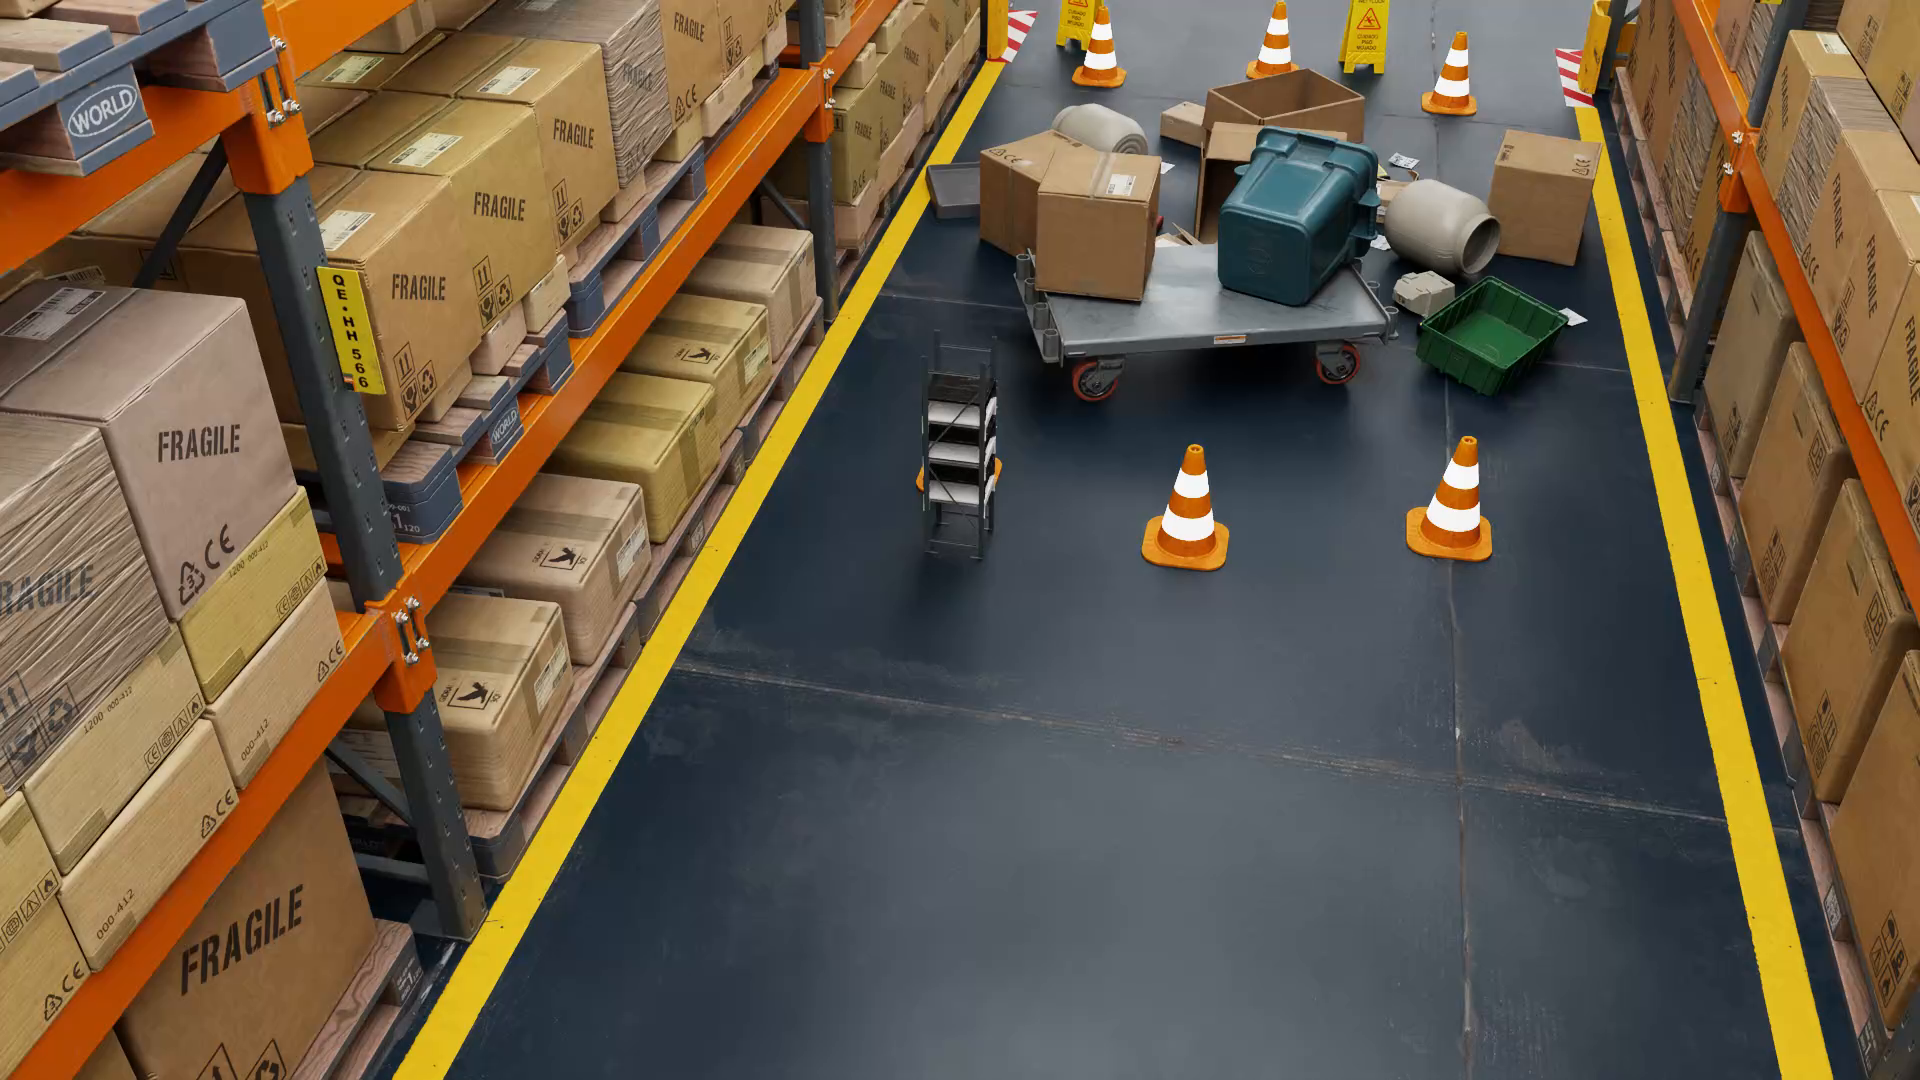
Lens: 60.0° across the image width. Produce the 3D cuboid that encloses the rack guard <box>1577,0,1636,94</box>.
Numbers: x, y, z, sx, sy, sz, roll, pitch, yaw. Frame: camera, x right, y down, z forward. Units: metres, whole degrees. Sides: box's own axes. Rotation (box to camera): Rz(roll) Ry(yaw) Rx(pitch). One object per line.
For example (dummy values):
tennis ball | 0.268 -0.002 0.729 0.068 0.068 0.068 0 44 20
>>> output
rack guard | 4.611 -3.109 10.613 1.175 0.500 0.348 7 37 10

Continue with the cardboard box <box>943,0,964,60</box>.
cardboard box | -0.276 -3.238 10.008 0.500 0.500 0.500 9 37 12

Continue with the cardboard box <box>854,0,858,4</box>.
cardboard box | -0.695 -2.722 8.164 0.380 0.149 0.250 7 37 10

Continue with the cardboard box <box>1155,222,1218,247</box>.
cardboard box | 1.165 -1.467 8.548 0.258 0.266 0.396 -17 39 -22

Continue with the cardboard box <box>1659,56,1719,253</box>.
cardboard box | 4.143 -1.992 8.396 0.875 0.875 0.875 8 37 10

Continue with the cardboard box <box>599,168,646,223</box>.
cardboard box | -1.316 -1.235 5.754 0.380 0.149 0.250 8 37 11

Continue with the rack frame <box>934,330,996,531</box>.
rack frame | 0.020 -0.418 6.560 0.240 0.900 0.006 7 37 10

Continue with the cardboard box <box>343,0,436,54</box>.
cardboard box | -1.886 -1.650 5.221 0.380 0.149 0.250 6 36 8

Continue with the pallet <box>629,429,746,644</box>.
pallet | -1.529 -0.099 6.707 1.003 0.211 1.213 7 37 10

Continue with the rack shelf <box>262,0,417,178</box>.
rack shelf | -1.533 -2.153 5.221 1.077 0.370 4.000 7 37 10

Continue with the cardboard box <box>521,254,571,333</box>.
cardboard box | -1.433 -0.778 5.124 0.380 0.149 0.250 8 37 10

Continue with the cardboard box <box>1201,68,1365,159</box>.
cardboard box | 1.847 -2.334 9.542 0.797 0.503 0.637 -17 39 -22

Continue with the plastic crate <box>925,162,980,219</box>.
plastic crate | 0.031 -1.991 9.429 0.402 0.080 0.583 -5 36 -6

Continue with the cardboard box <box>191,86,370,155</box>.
cardboard box | -2.035 -1.007 4.887 0.500 0.500 0.500 7 36 9

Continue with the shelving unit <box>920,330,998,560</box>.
shelving unit | -0.002 -0.360 6.479 0.258 0.900 0.210 7 37 10

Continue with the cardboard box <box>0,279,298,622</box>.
cardboard box | -1.815 -0.199 3.531 0.500 0.500 0.500 6 36 9

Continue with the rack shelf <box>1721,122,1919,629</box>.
rack shelf | 3.325 -0.376 5.325 1.077 0.370 4.000 7 37 10

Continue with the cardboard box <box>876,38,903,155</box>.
cardboard box | -0.613 -2.349 8.782 0.500 0.500 0.500 9 37 12

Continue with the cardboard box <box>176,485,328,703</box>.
cardboard box | -1.815 0.085 3.779 0.500 0.250 0.500 7 37 10

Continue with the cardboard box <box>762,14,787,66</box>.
cardboard box | -0.946 -2.115 6.968 0.380 0.149 0.250 8 37 11

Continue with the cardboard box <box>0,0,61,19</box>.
cardboard box | -1.893 -1.274 2.950 0.797 0.503 0.637 5 36 7

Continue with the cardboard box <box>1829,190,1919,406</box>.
cardboard box | 3.051 -0.720 5.102 0.500 0.500 0.500 8 37 11

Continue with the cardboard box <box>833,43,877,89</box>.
cardboard box | -0.631 -2.368 8.254 0.380 0.149 0.250 8 37 11

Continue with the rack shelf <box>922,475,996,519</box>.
rack shelf | -0.002 -0.187 6.605 0.258 0.077 0.200 7 37 10

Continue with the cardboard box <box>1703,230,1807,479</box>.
cardboard box | 3.707 -0.706 6.727 1.050 0.750 0.750 7 37 10

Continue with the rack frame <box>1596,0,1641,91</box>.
rack frame | 4.606 -4.107 9.860 1.000 3.000 0.127 7 37 10

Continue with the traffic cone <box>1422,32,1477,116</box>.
traffic cone | 3.105 -2.953 10.430 0.336 0.463 0.334 7 37 10

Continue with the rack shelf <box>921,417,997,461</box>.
rack shelf | -0.002 -0.406 6.446 0.258 0.077 0.200 7 37 10

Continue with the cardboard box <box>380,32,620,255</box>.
cardboard box | -1.426 -1.248 5.219 0.500 0.500 0.500 8 37 11

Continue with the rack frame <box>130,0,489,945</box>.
rack frame | -1.960 -0.083 4.308 1.000 3.000 0.127 7 37 10

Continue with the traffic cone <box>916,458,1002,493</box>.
traffic cone | -0.003 -0.463 6.994 0.336 0.463 0.334 7 37 10

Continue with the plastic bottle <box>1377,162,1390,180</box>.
plastic bottle | 2.396 -2.099 9.594 0.133 0.061 0.283 -5 36 -6

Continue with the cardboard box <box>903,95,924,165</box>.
cardboard box | -0.502 -2.349 9.421 0.500 0.250 0.500 7 36 9

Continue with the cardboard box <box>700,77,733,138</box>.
cardboard box | -1.090 -1.667 6.350 0.380 0.149 0.250 8 37 10

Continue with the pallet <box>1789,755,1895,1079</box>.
pallet | 3.139 1.166 4.961 1.003 0.211 1.213 7 37 10

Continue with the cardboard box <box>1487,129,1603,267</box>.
cardboard box | 3.081 -1.821 8.835 0.500 0.500 0.500 14 38 18

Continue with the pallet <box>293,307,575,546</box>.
pallet | -1.912 -0.427 4.947 1.213 0.211 1.003 7 37 10

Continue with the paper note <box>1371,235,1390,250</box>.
paper note | 2.254 -1.616 8.961 0.172 0.023 0.155 20 41 26

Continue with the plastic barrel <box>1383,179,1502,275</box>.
plastic barrel | 2.495 -1.613 8.615 0.421 0.421 0.512 -24 42 -30

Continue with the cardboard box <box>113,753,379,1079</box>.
cardboard box | -2.189 0.993 4.277 0.875 0.875 0.875 7 37 10

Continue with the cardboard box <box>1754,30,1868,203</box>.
cardboard box | 3.377 -1.586 6.298 0.500 0.500 0.500 8 37 10

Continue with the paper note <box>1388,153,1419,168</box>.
paper note | 2.621 -2.242 9.818 0.144 0.017 0.142 20 41 26

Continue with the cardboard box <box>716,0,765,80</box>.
cardboard box | -1.085 -2.129 6.435 0.500 0.500 0.500 8 37 10

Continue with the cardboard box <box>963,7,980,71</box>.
cardboard box | -0.166 -3.215 10.615 0.500 0.250 0.500 7 37 10

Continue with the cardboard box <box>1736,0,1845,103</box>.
cardboard box | 3.819 -2.087 6.946 0.875 0.550 0.550 7 37 10

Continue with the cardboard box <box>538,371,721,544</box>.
cardboard box | -1.512 -0.370 6.586 0.950 0.372 0.625 8 37 12

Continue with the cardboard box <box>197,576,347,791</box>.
cardboard box | -1.814 0.300 3.908 0.500 0.250 0.500 6 36 8

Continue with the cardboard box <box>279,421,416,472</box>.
cardboard box | -1.709 -0.314 4.484 0.380 0.149 0.250 5 36 7

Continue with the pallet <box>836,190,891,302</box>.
pallet | -0.997 -1.637 8.828 1.003 0.211 1.213 7 37 10

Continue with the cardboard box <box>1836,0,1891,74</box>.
cardboard box | 3.651 -1.974 5.980 0.700 0.500 0.500 7 36 9

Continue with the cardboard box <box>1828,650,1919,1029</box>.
cardboard box | 3.115 0.883 4.535 1.050 0.750 0.750 7 36 9

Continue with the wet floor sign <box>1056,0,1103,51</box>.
wet floor sign | 0.835 -3.691 11.293 0.267 0.644 0.232 20 41 26

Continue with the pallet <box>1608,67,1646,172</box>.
pallet | 4.512 -2.510 10.033 1.003 0.211 1.213 7 37 10
